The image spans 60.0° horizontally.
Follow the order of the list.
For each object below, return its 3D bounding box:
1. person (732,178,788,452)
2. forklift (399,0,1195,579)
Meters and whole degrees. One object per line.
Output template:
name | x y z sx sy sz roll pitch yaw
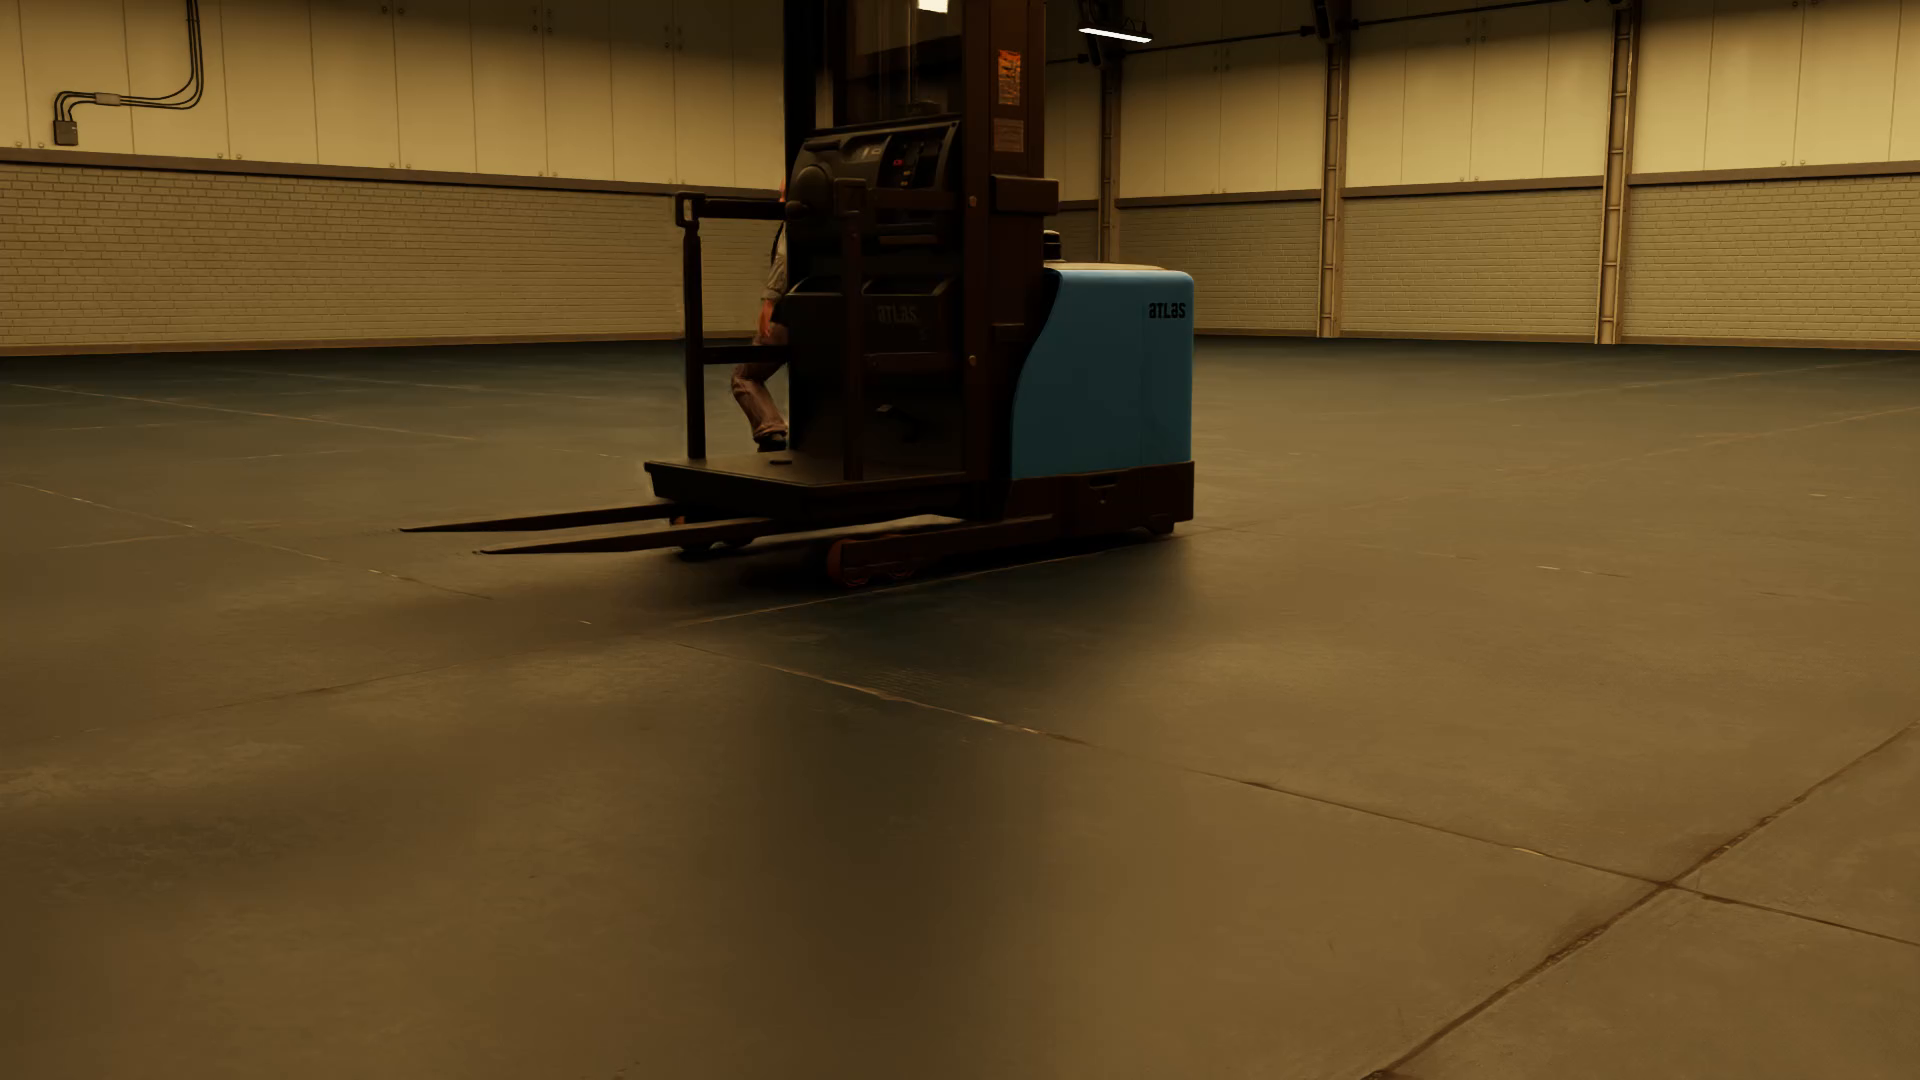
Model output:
person | -0.864 -1.071 8.803 0.798 1.523 0.596 -8 12 -43
forklift | -0.487 -1.377 6.020 3.031 2.935 1.130 -7 11 -40
